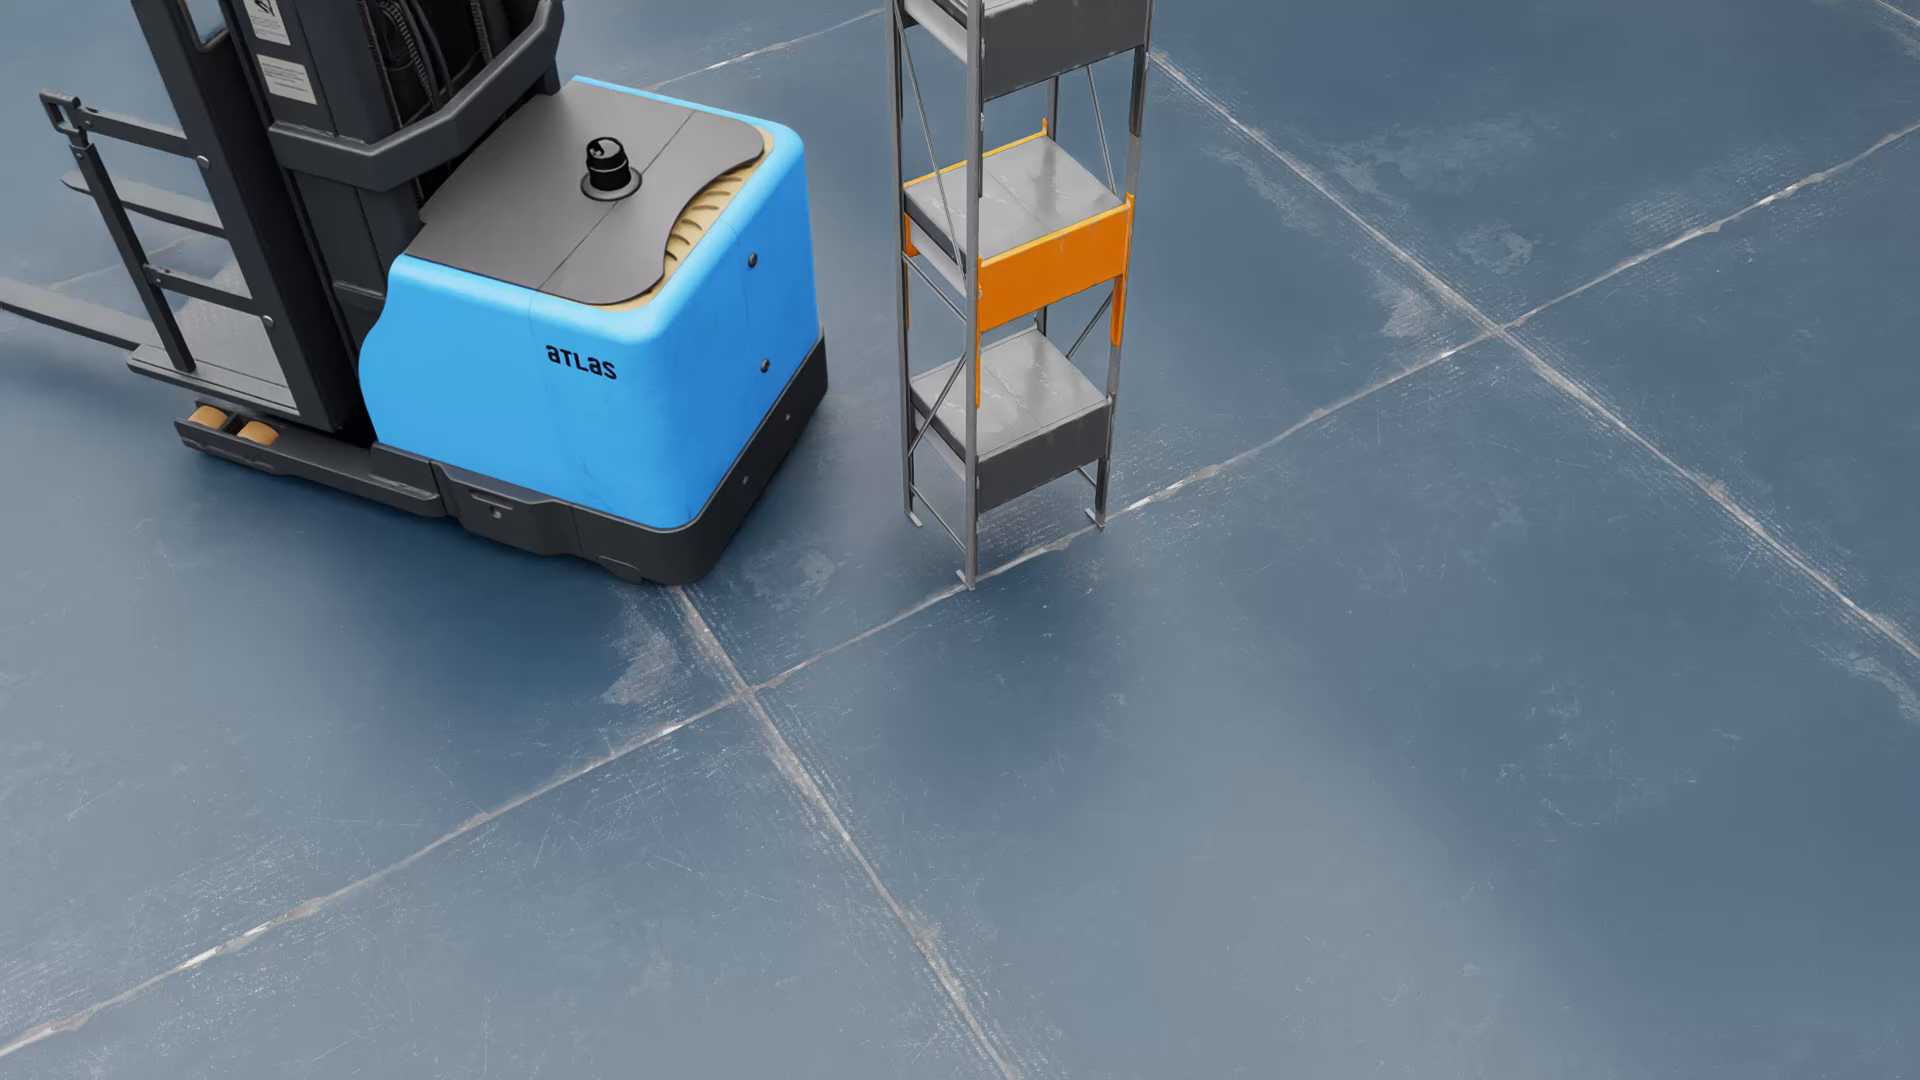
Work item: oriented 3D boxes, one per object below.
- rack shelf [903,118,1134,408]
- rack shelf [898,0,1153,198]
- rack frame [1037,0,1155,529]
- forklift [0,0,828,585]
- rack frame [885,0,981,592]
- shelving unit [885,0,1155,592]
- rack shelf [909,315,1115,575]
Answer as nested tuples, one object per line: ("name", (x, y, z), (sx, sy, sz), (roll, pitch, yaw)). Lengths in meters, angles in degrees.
("rack shelf", (0.140, -0.755, 4.535), (0.480, 0.518, 0.431), (-25, 53, -21))
("rack shelf", (0.140, -1.221, 4.012), (0.480, 0.518, 0.431), (-25, 53, -21))
("rack frame", (0.346, -0.861, 4.611), (0.015, 2.100, 0.400), (-25, 53, -21))
("forklift", (-2.014, -1.548, 4.666), (3.031, 2.935, 1.130), (17, 50, 14))
("rack frame", (-0.066, -0.667, 4.438), (0.015, 2.100, 0.400), (-25, 53, -21))
("shelving unit", (0.140, -0.764, 4.525), (0.503, 2.100, 0.431), (-25, 53, -21))
("rack shelf", (0.140, -0.290, 5.058), (0.480, 0.518, 0.431), (-25, 53, -21))
